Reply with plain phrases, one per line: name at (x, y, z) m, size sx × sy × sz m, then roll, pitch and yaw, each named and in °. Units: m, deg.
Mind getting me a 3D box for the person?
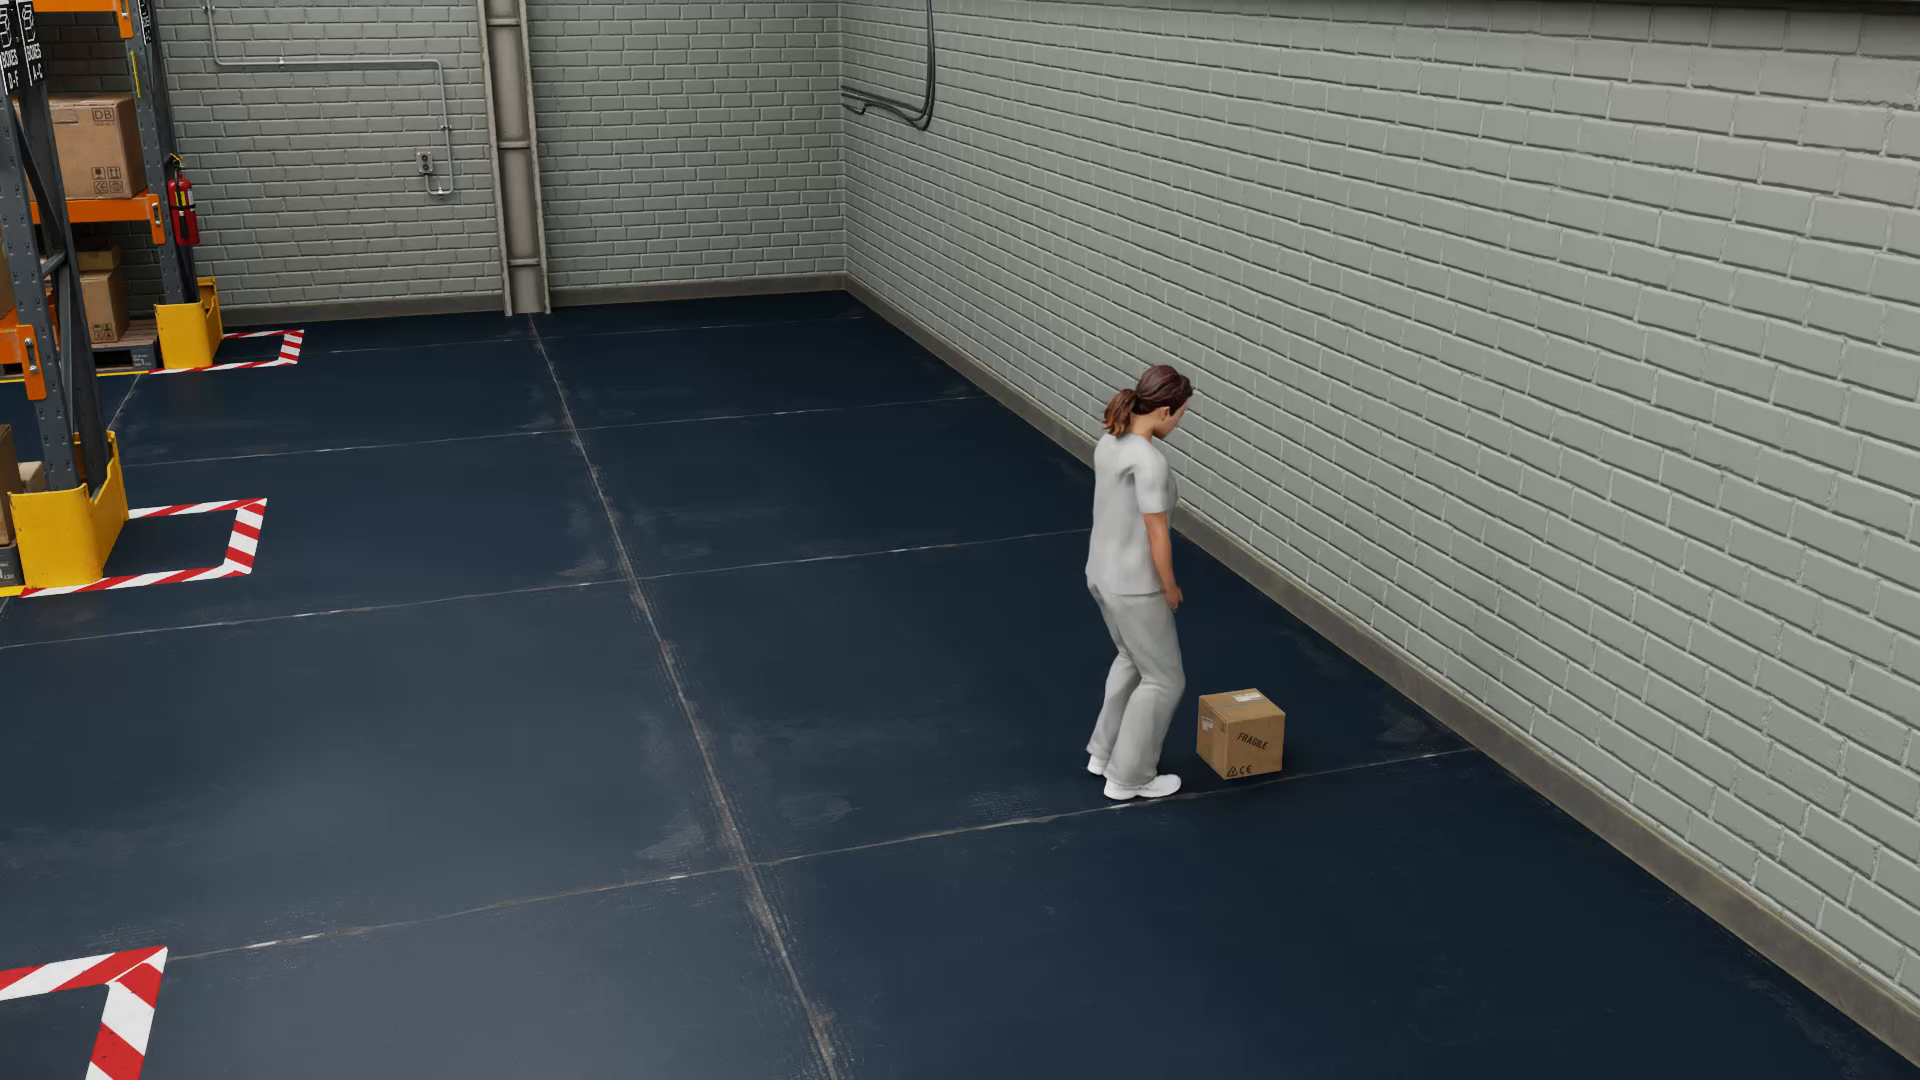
person at (0.657, 0.154, 6.202) m, size 0.370 × 1.638 × 0.458 m, roll -6°, pitch 20°, yaw -16°
